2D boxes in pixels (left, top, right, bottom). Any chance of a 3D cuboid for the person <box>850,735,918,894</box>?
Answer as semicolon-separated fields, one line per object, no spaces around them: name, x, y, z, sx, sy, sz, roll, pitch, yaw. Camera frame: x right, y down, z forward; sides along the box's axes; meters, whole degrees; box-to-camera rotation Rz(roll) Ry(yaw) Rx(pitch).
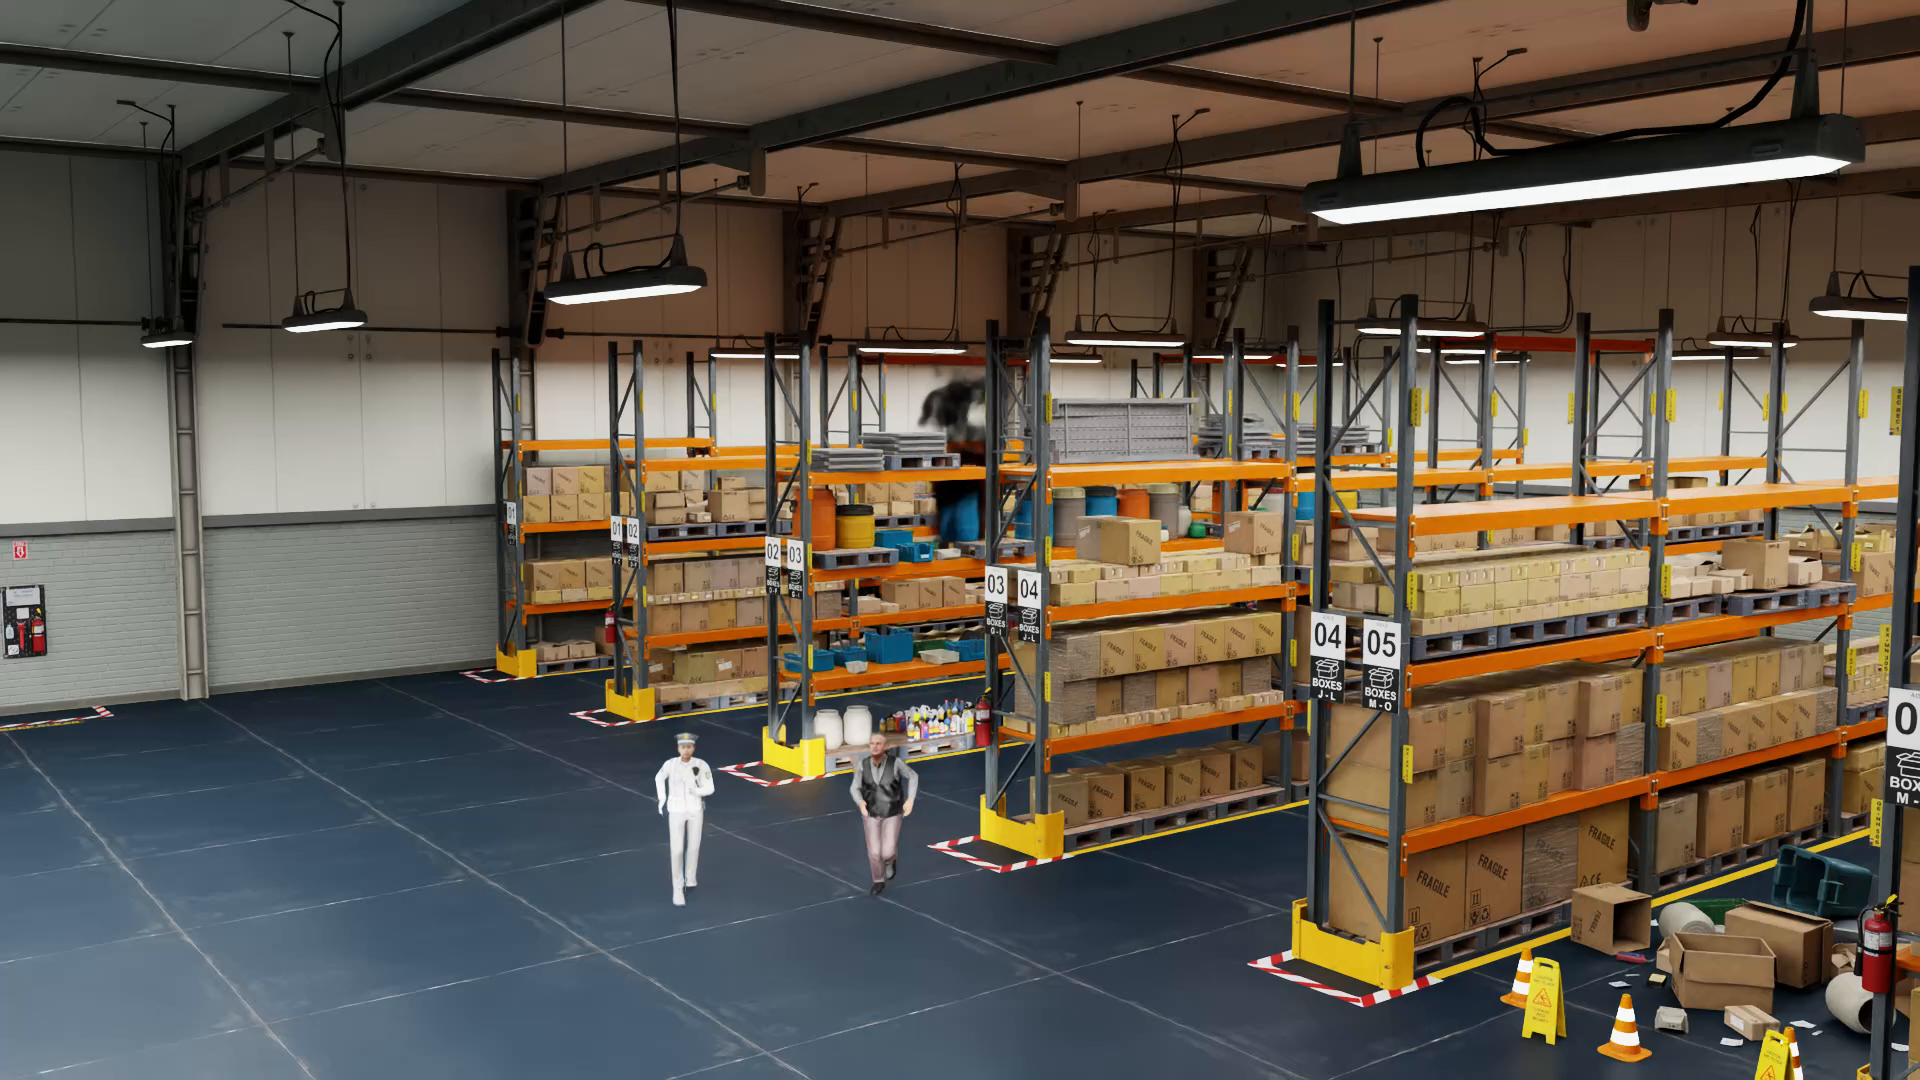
person;-0.800;2.833;17.081;0.683;1.681;0.631;1;5;8

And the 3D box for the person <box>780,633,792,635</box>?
person;-3.268;1.567;30.638;0.656;1.758;0.969;4;7;41

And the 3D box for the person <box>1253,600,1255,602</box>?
person;6.026;1.379;32.759;0.989;1.754;0.699;-5;7;-43

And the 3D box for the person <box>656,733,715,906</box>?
person;-2.809;2.828;17.038;0.578;1.753;0.724;-1;5;-13
